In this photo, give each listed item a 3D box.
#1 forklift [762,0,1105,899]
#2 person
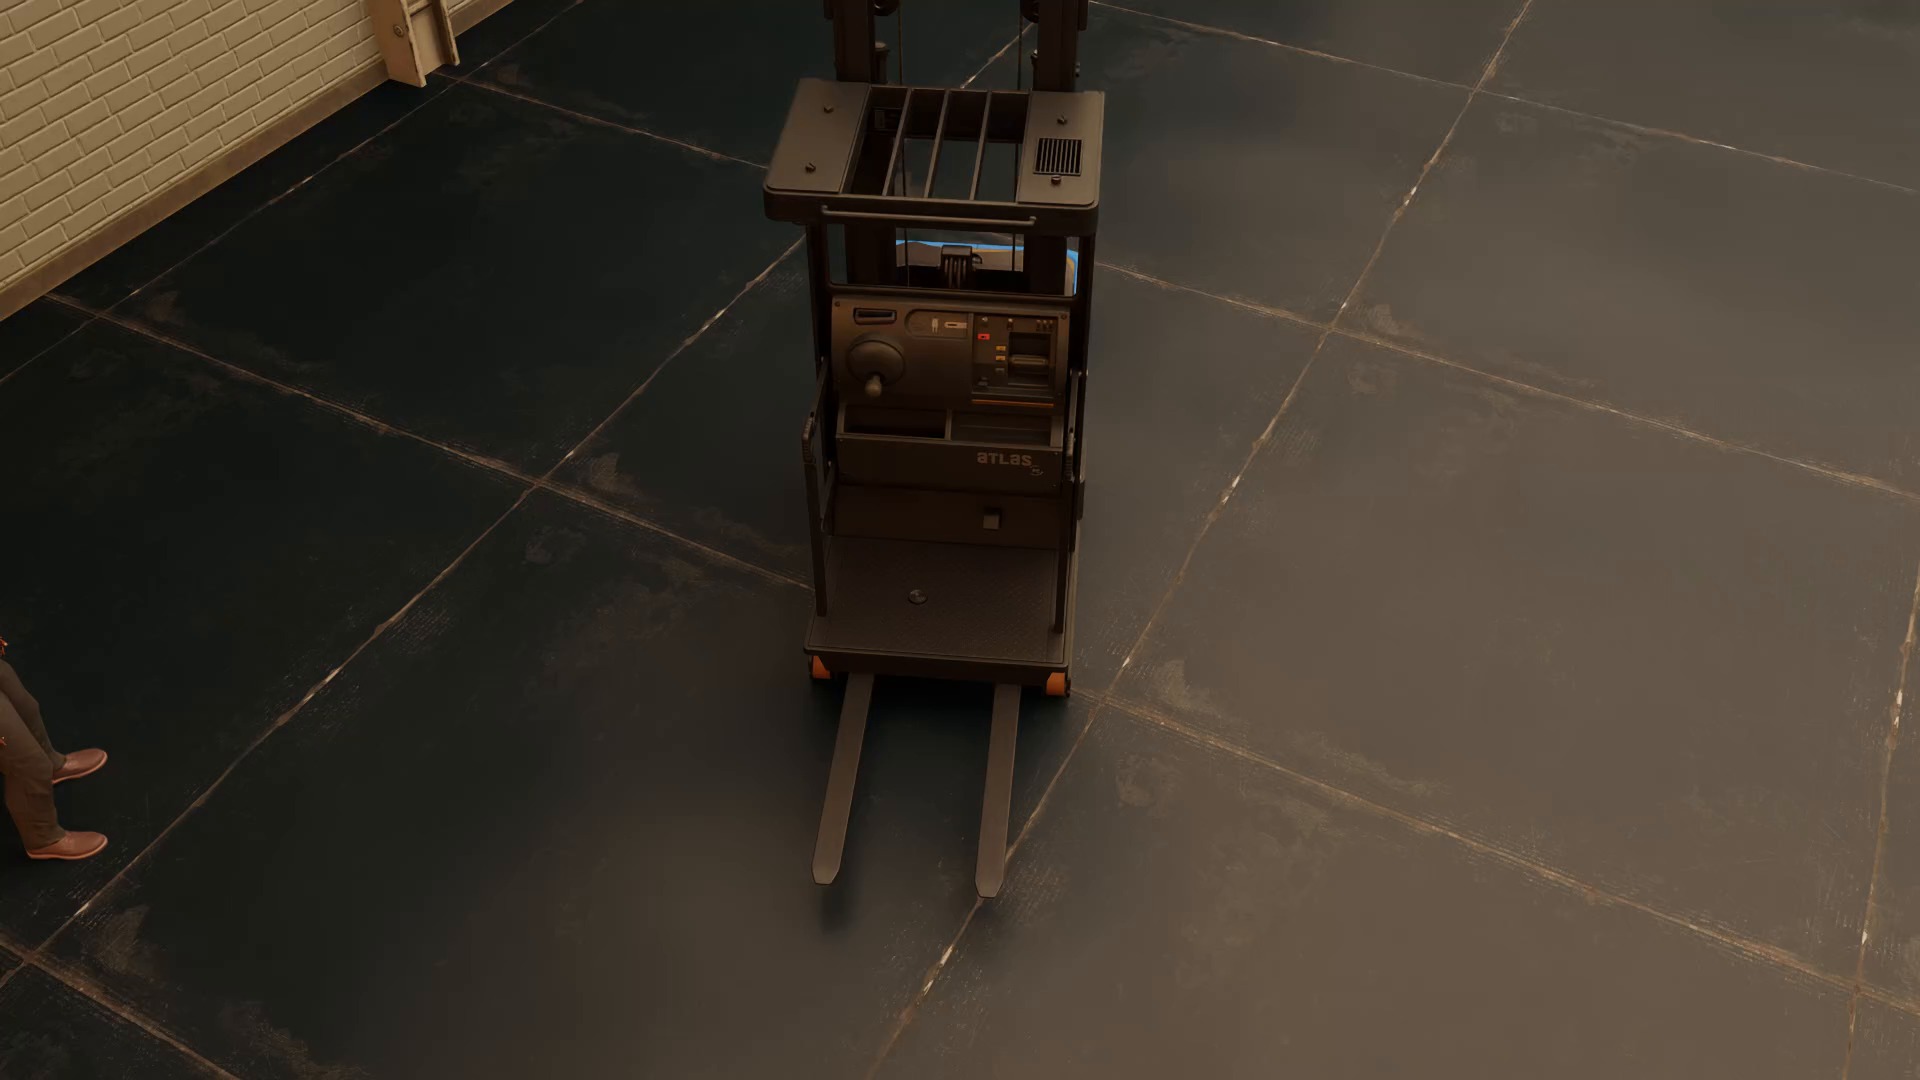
[{"bbox_3d":[-0.059,-0.651,6.345,1.130,2.935,3.031,4,43,4],"label":"forklift"},{"bbox_3d":[-3.567,0.512,6.049,0.373,1.649,0.626,-17,46,-17],"label":"person"}]
